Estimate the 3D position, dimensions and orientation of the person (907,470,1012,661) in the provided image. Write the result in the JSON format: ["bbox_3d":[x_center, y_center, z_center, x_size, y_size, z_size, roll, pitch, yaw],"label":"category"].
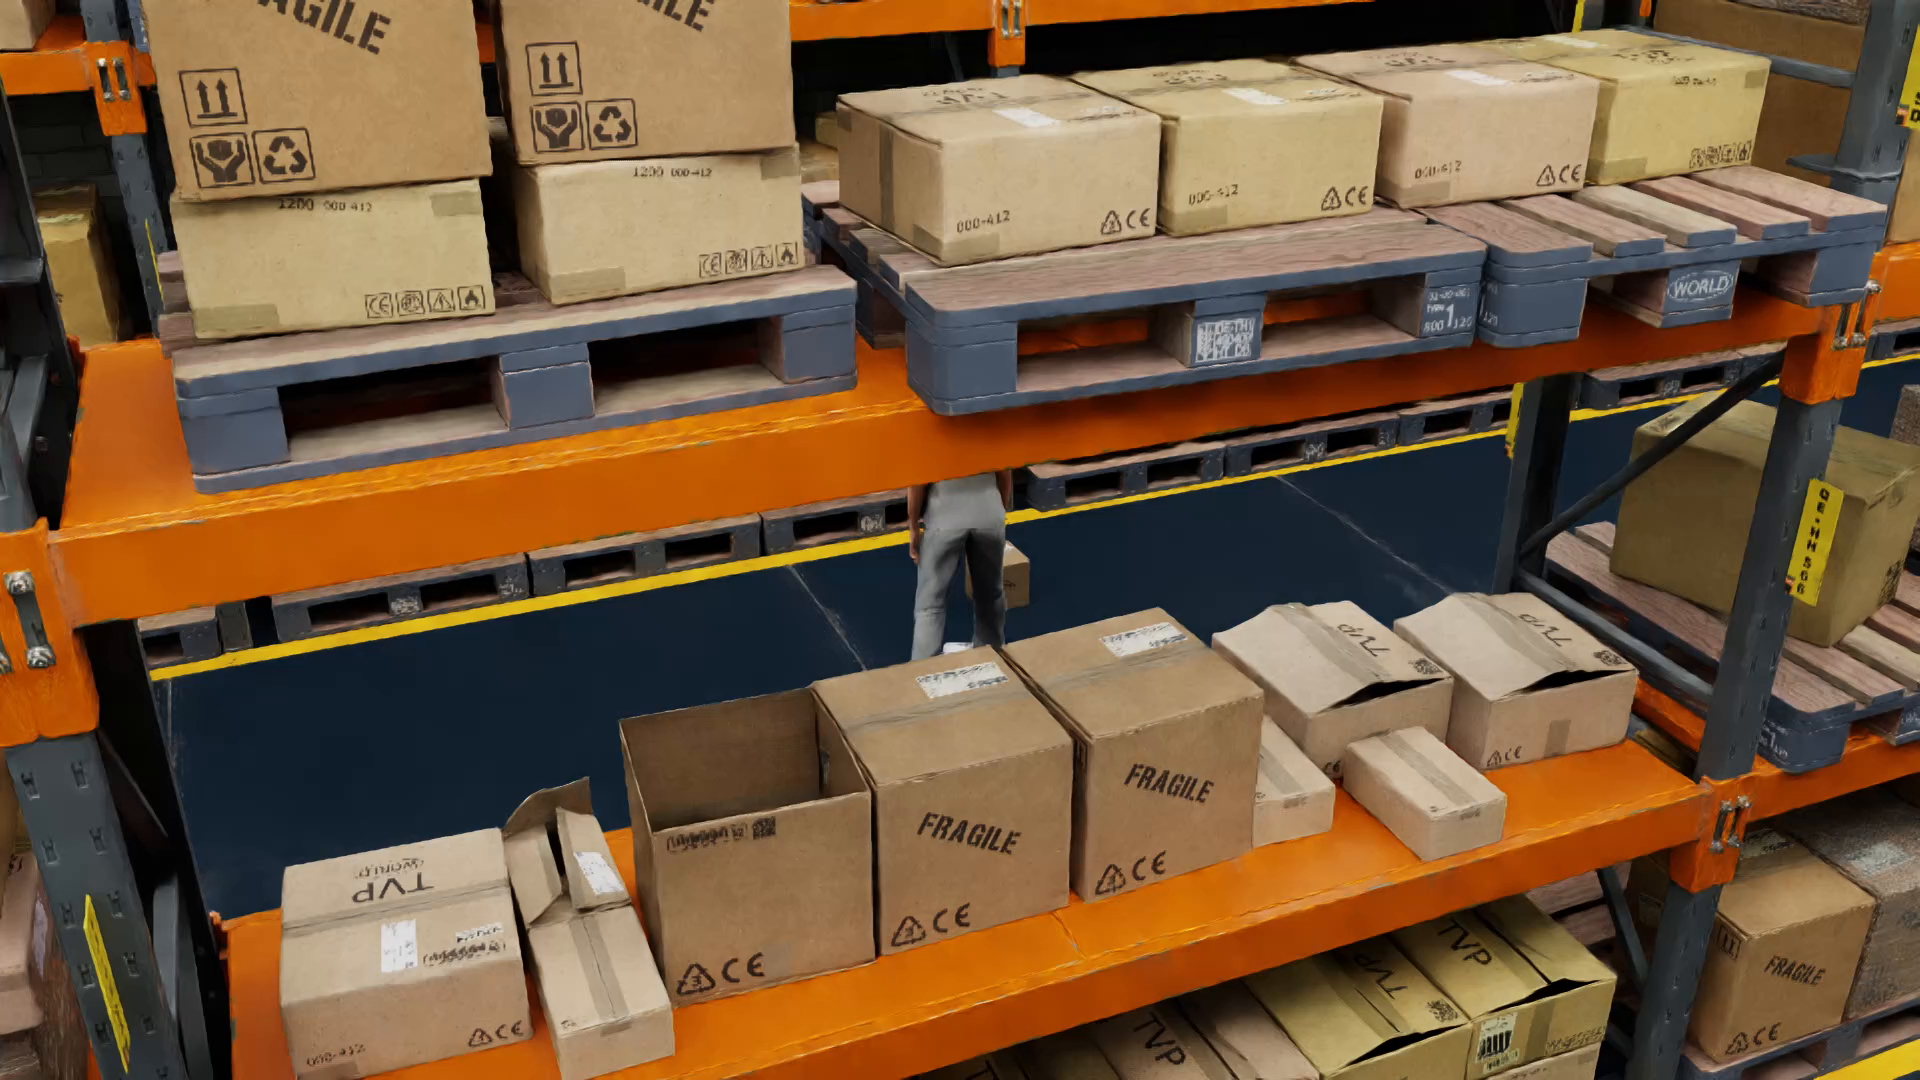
[{"bbox_3d":[-0.020,-0.052,7.238,0.536,1.671,0.618,-5,26,-10],"label":"person"}]
